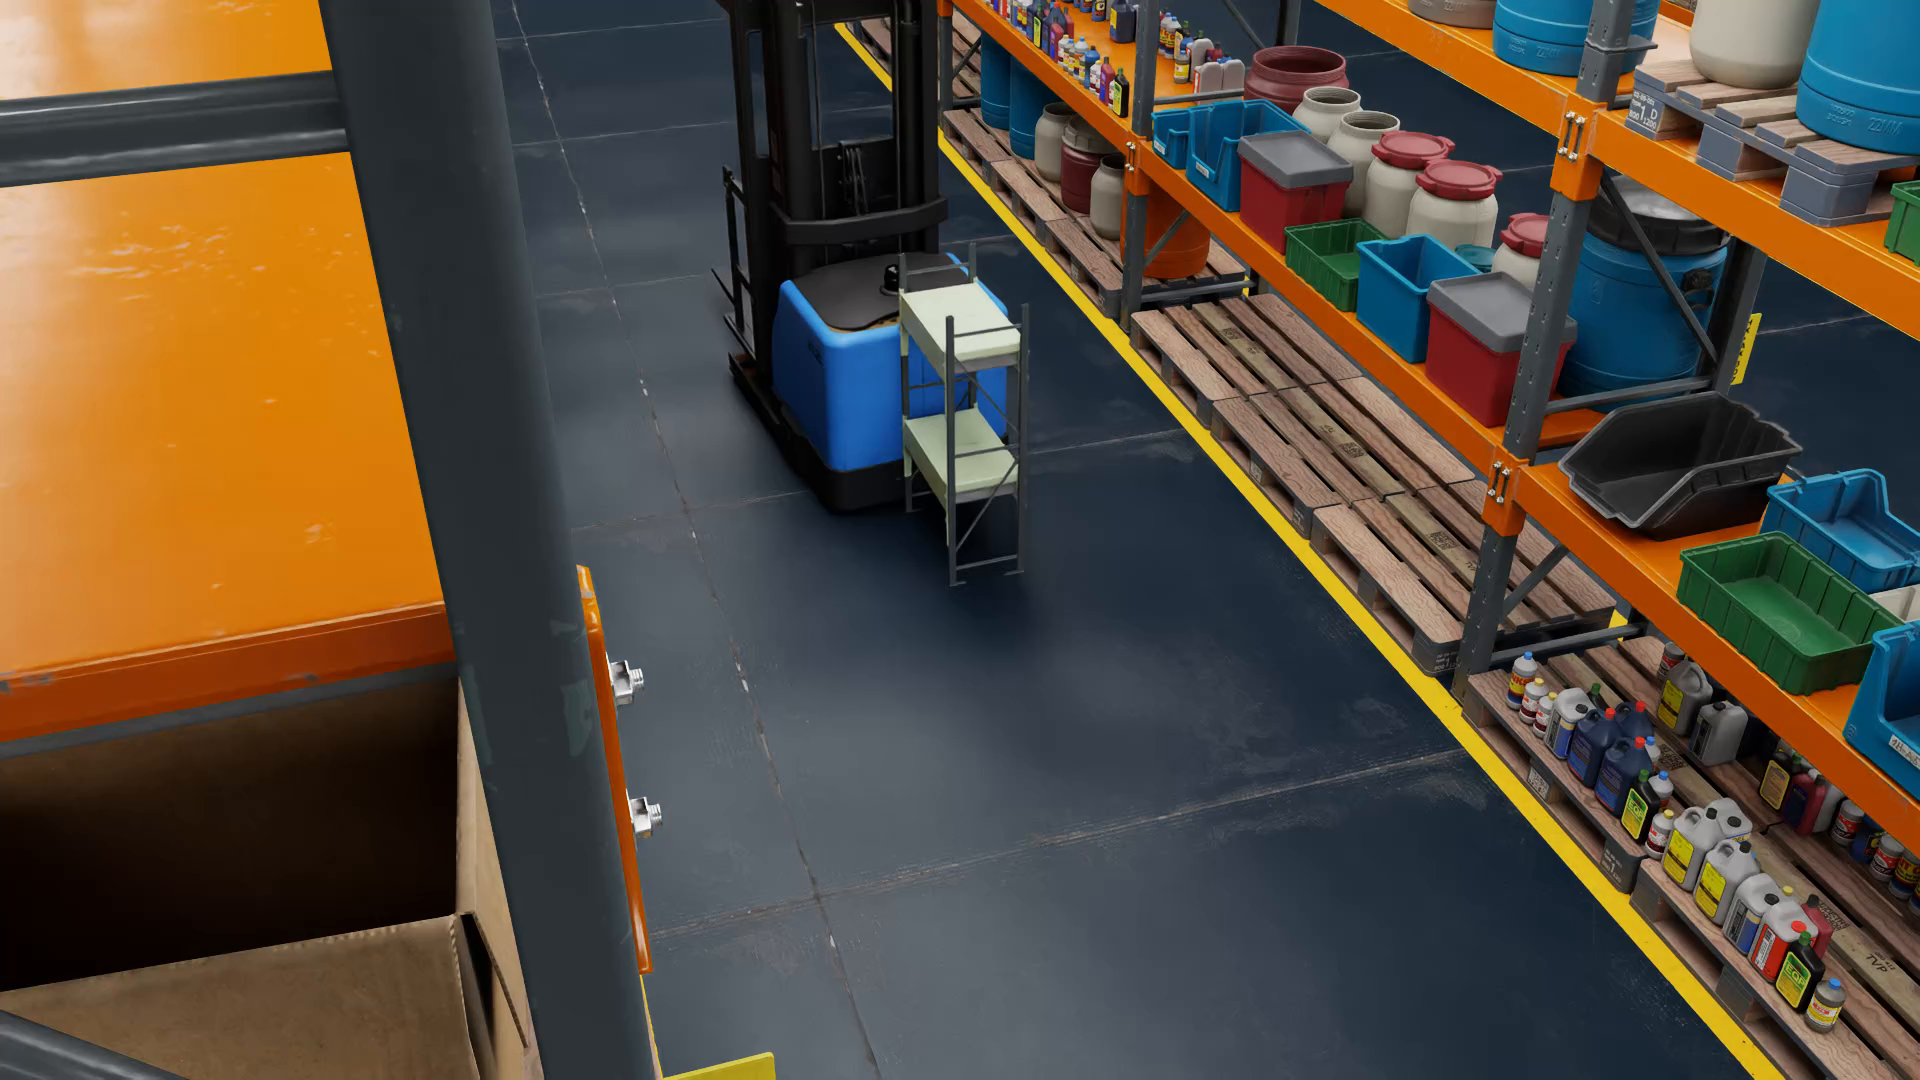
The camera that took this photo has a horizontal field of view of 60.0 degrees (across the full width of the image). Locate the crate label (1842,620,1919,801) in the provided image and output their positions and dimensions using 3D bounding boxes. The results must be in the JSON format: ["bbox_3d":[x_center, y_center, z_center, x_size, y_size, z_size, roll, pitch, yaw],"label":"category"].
[{"bbox_3d":[3.157,0.569,5.136,0.502,0.435,0.616,-10,35,-15],"label":"crate label"}]

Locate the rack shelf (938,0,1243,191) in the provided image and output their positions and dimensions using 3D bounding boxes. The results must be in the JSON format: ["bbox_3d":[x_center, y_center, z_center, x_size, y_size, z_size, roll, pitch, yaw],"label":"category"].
[{"bbox_3d":[0.925,-3.446,11.896,1.077,0.370,4.000,-10,35,-15],"label":"rack shelf"}]

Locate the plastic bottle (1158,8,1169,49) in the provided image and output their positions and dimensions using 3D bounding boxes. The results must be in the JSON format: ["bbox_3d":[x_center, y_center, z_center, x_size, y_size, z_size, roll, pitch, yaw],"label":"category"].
[{"bbox_3d":[1.402,-3.543,11.497,0.061,0.283,0.133,-10,35,-15],"label":"plastic bottle"}]

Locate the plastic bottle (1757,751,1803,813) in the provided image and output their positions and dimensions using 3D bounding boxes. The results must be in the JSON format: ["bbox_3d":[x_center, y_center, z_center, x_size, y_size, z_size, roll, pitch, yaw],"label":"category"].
[{"bbox_3d":[3.294,0.945,6.664,0.061,0.283,0.133,-10,35,-15],"label":"plastic bottle"}]

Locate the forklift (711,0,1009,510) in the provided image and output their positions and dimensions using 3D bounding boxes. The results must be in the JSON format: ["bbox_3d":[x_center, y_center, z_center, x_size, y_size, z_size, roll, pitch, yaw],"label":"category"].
[{"bbox_3d":[-0.770,-2.184,9.396,1.130,2.935,3.031,-13,36,-19],"label":"forklift"}]

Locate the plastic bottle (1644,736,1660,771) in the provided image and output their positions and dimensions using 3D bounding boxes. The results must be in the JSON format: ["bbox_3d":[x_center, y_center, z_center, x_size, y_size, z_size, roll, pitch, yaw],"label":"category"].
[{"bbox_3d":[2.766,0.908,6.730,0.097,0.271,0.097,0,33,0],"label":"plastic bottle"}]

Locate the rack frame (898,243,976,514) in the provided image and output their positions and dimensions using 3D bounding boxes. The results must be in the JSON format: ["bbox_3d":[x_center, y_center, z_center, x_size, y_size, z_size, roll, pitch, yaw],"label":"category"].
[{"bbox_3d":[-0.108,-0.808,8.610,0.400,1.500,0.023,-11,35,-16],"label":"rack frame"}]

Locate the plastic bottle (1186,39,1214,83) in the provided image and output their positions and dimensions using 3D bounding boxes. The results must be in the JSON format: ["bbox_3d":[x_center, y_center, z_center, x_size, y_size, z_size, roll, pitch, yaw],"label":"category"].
[{"bbox_3d":[1.570,-3.169,10.937,0.152,0.276,0.135,-10,35,-15],"label":"plastic bottle"}]

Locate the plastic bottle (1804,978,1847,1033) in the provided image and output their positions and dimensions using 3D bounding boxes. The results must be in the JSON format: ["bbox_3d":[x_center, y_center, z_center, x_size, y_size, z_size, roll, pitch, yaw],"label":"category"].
[{"bbox_3d":[2.998,1.598,5.750,0.097,0.201,0.097,0,33,0],"label":"plastic bottle"}]

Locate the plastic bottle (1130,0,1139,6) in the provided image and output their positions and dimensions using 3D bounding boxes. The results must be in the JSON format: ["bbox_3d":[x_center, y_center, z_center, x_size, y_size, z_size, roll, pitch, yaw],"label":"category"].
[{"bbox_3d":[1.243,-3.769,11.778,0.144,0.351,0.185,-10,35,-15],"label":"plastic bottle"}]

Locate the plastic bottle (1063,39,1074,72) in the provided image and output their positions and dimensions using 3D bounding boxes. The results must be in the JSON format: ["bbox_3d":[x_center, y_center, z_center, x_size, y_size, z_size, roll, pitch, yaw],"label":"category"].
[{"bbox_3d":[0.739,-3.245,11.120,0.097,0.201,0.097,0,33,0],"label":"plastic bottle"}]

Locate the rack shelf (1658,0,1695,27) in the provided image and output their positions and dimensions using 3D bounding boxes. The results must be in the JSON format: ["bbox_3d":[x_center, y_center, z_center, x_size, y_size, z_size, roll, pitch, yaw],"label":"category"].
[{"bbox_3d":[5.642,-4.279,13.157,1.077,0.370,4.000,-10,35,-15],"label":"rack shelf"}]

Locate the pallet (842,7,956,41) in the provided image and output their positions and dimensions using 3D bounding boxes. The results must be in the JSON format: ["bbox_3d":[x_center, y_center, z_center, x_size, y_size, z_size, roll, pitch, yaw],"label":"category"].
[{"bbox_3d":[-0.690,-5.293,16.569,1.003,0.211,1.213,-10,35,-15],"label":"pallet"}]

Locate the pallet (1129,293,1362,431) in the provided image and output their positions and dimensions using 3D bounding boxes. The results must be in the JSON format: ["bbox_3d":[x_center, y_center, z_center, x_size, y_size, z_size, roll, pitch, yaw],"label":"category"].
[{"bbox_3d":[1.735,-1.119,10.252,1.003,0.211,1.213,-10,35,-15],"label":"pallet"}]

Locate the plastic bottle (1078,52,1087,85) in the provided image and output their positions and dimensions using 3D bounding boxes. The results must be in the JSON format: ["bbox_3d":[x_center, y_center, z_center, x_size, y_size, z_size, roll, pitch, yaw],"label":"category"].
[{"bbox_3d":[0.829,-3.092,10.888,0.097,0.201,0.097,0,33,0],"label":"plastic bottle"}]

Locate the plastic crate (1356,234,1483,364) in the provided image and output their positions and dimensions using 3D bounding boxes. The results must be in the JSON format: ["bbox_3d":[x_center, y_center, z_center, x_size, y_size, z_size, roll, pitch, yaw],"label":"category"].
[{"bbox_3d":[2.123,-1.116,7.732,0.392,0.384,0.575,-10,35,-15],"label":"plastic crate"}]

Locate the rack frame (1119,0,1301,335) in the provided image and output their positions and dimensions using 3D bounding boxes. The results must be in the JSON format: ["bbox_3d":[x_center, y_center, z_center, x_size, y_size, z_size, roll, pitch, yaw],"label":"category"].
[{"bbox_3d":[1.536,-2.696,10.109,1.000,3.000,0.127,-10,35,-15],"label":"rack frame"}]

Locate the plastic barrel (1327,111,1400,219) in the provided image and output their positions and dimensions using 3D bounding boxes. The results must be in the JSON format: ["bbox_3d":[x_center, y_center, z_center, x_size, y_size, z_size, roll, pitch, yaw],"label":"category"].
[{"bbox_3d":[2.181,-2.017,8.980,0.421,0.512,0.421,0,33,0],"label":"plastic barrel"}]

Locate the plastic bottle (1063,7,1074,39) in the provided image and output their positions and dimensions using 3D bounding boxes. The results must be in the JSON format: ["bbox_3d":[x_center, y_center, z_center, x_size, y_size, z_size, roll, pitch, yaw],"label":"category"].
[{"bbox_3d":[0.738,-3.509,11.446,0.061,0.283,0.133,-10,35,-15],"label":"plastic bottle"}]

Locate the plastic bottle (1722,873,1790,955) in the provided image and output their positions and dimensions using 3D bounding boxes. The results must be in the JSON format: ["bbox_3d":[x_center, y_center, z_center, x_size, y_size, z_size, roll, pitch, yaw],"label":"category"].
[{"bbox_3d":[2.905,1.357,6.047,0.152,0.276,0.135,-11,35,-16],"label":"plastic bottle"}]

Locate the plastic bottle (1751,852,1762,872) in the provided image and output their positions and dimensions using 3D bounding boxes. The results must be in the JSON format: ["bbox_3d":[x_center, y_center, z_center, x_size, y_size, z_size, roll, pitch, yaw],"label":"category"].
[{"bbox_3d":[2.952,1.258,6.264,0.097,0.201,0.097,0,33,0],"label":"plastic bottle"}]

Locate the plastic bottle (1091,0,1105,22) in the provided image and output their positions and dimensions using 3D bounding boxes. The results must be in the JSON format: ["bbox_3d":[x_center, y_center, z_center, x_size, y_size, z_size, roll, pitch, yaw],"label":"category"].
[{"bbox_3d":[1.007,-3.910,12.063,0.097,0.271,0.097,0,33,0],"label":"plastic bottle"}]

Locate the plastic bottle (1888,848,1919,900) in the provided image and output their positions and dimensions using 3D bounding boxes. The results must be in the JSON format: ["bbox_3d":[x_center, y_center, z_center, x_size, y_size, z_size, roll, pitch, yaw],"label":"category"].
[{"bbox_3d":[3.584,1.222,6.255,0.097,0.271,0.097,0,33,0],"label":"plastic bottle"}]

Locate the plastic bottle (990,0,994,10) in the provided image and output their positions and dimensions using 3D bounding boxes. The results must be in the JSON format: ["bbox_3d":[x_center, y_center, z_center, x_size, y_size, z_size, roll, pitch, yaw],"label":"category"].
[{"bbox_3d":[0.274,-4.046,12.333,0.097,0.201,0.097,0,33,0],"label":"plastic bottle"}]

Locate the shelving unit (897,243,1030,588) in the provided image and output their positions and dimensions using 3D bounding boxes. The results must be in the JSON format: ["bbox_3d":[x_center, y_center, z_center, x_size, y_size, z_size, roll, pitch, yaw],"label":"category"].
[{"bbox_3d":[0.011,-0.617,8.321,0.431,1.500,0.755,-11,35,-16],"label":"shelving unit"}]

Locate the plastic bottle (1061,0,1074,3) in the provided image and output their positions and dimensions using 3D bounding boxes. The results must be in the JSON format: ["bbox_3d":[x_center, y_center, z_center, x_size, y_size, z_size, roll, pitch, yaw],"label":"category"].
[{"bbox_3d":[0.826,-4.226,12.470,0.144,0.351,0.185,-10,35,-15],"label":"plastic bottle"}]

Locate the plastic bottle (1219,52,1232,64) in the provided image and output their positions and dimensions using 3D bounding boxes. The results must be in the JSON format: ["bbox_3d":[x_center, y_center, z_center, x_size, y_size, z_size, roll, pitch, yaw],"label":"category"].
[{"bbox_3d":[1.702,-2.989,10.669,0.097,0.271,0.097,0,33,0],"label":"plastic bottle"}]

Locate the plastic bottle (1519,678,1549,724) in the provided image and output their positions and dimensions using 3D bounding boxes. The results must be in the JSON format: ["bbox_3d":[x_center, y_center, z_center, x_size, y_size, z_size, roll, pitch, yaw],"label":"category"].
[{"bbox_3d":[2.466,0.683,7.135,0.097,0.201,0.097,0,33,0],"label":"plastic bottle"}]

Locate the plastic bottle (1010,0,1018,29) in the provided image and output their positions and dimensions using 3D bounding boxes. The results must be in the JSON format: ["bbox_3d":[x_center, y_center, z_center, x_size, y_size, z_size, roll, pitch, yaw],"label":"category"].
[{"bbox_3d":[0.447,-3.829,11.937,0.152,0.276,0.135,-10,35,-15],"label":"plastic bottle"}]

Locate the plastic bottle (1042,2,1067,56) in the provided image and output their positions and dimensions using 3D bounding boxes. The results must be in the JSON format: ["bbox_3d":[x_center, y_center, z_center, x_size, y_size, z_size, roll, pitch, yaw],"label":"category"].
[{"bbox_3d":[0.648,-3.507,11.380,0.144,0.351,0.185,-10,35,-15],"label":"plastic bottle"}]

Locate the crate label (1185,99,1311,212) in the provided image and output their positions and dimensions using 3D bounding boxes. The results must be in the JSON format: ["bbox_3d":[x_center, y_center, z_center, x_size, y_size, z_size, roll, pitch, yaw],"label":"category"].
[{"bbox_3d":[1.581,-2.143,9.241,0.502,0.435,0.616,-10,35,-15],"label":"crate label"}]

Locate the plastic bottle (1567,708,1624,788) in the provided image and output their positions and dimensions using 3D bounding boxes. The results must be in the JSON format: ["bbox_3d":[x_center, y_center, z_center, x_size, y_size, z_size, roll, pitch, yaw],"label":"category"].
[{"bbox_3d":[2.607,0.820,6.793,0.144,0.351,0.185,-9,35,-13],"label":"plastic bottle"}]

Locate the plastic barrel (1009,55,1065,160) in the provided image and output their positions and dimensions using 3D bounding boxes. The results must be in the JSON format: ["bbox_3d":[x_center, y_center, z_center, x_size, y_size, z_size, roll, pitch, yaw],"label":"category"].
[{"bbox_3d":[0.681,-3.435,12.751,0.600,0.901,0.708,-10,35,-15],"label":"plastic barrel"}]

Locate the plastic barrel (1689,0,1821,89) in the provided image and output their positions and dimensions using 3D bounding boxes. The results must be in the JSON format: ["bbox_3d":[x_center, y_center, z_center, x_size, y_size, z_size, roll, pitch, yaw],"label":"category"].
[{"bbox_3d":[2.700,-1.810,5.565,0.421,0.512,0.421,0,33,0],"label":"plastic barrel"}]

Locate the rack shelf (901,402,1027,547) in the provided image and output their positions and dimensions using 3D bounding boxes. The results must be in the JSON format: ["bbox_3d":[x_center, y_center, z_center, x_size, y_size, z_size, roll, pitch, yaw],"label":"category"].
[{"bbox_3d":[0.013,-0.346,8.502,0.431,0.370,0.720,-11,35,-16],"label":"rack shelf"}]

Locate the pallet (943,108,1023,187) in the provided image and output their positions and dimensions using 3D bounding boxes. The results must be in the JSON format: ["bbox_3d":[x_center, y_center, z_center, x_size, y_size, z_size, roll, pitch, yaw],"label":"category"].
[{"bbox_3d":[0.511,-3.220,13.432,1.003,0.211,1.213,-10,35,-15],"label":"pallet"}]

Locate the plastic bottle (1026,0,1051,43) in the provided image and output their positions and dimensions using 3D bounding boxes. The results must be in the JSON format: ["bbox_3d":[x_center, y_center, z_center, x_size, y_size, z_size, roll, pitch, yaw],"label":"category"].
[{"bbox_3d":[0.551,-3.674,11.633,0.144,0.351,0.185,-10,35,-15],"label":"plastic bottle"}]

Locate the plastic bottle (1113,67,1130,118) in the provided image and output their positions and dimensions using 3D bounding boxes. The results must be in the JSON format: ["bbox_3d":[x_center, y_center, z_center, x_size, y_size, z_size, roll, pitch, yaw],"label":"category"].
[{"bbox_3d":[1.006,-2.788,10.354,0.061,0.283,0.133,-10,35,-15],"label":"plastic bottle"}]

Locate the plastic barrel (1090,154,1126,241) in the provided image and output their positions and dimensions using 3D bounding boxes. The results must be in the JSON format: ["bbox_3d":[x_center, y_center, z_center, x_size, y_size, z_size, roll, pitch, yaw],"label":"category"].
[{"bbox_3d":[1.113,-2.368,11.489,0.421,0.512,0.421,0,33,0],"label":"plastic barrel"}]

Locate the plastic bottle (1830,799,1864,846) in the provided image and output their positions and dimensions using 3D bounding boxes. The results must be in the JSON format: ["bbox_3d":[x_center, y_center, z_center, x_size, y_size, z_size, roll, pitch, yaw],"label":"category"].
[{"bbox_3d":[3.492,1.092,6.516,0.097,0.201,0.097,0,33,0],"label":"plastic bottle"}]

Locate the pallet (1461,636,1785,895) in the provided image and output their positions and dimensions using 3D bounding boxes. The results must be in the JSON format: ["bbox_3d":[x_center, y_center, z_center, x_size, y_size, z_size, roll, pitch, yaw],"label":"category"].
[{"bbox_3d":[2.921,0.927,7.155,1.003,0.211,1.213,-10,35,-15],"label":"pallet"}]

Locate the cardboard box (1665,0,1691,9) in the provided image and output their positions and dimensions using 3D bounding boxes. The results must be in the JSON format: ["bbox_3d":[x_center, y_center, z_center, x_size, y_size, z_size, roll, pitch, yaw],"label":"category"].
[{"bbox_3d":[5.558,-4.323,12.480,0.500,0.500,0.500,-11,35,-16],"label":"cardboard box"}]

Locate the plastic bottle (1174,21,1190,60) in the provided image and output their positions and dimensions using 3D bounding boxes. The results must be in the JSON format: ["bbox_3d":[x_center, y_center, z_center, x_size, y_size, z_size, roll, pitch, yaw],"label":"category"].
[{"bbox_3d":[1.502,-3.371,11.236,0.061,0.283,0.133,-10,35,-15],"label":"plastic bottle"}]

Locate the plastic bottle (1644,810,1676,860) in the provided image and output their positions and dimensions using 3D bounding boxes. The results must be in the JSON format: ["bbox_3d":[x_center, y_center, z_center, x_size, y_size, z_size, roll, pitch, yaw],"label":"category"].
[{"bbox_3d":[2.728,1.133,6.453,0.097,0.201,0.097,0,33,0],"label":"plastic bottle"}]

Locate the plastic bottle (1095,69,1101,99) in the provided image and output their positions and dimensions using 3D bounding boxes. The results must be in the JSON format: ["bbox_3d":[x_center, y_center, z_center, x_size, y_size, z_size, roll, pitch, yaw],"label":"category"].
[{"bbox_3d":[0.918,-2.938,10.656,0.097,0.201,0.097,0,33,0],"label":"plastic bottle"}]

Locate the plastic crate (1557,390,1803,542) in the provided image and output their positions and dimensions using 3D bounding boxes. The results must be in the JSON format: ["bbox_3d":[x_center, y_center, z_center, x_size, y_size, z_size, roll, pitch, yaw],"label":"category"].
[{"bbox_3d":[2.794,-0.274,6.499,0.767,0.338,0.504,-10,35,-15],"label":"plastic crate"}]

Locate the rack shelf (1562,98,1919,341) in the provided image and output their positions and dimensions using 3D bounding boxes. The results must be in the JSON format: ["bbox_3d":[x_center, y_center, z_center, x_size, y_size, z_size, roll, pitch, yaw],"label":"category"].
[{"bbox_3d":[3.366,-0.497,4.713,1.077,0.370,4.000,-10,35,-15],"label":"rack shelf"}]

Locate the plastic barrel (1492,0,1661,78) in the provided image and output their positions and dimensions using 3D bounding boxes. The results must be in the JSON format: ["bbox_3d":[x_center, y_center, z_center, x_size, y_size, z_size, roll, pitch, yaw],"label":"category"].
[{"bbox_3d":[2.394,-2.287,6.314,0.600,0.901,0.708,-10,35,-15],"label":"plastic barrel"}]

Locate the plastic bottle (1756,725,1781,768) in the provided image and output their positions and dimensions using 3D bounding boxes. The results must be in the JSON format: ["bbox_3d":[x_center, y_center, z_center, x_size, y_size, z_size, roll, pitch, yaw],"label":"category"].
[{"bbox_3d":[3.374,0.823,6.849,0.061,0.283,0.133,-8,34,-12],"label":"plastic bottle"}]

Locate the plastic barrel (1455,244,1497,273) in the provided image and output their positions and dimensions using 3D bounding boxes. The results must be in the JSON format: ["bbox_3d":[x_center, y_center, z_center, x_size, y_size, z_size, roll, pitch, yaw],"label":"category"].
[{"bbox_3d":[2.498,-1.259,8.059,0.301,0.262,0.301,0,33,0],"label":"plastic barrel"}]

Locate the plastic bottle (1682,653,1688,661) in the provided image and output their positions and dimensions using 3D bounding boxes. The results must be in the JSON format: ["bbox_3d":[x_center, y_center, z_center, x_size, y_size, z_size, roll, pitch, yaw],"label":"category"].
[{"bbox_3d":[3.217,0.551,7.260,0.061,0.283,0.133,-8,34,-12],"label":"plastic bottle"}]

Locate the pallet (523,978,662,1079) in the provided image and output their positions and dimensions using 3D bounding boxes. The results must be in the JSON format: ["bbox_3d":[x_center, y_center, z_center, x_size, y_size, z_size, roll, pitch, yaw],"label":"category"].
[{"bbox_3d":[-0.934,0.745,2.261,1.003,0.211,1.213,-10,35,-15],"label":"pallet"}]

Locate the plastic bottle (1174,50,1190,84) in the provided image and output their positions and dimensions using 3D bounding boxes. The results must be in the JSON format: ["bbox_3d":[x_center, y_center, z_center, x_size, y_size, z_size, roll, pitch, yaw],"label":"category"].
[{"bbox_3d":[1.457,-3.107,10.911,0.097,0.201,0.097,0,33,0],"label":"plastic bottle"}]
